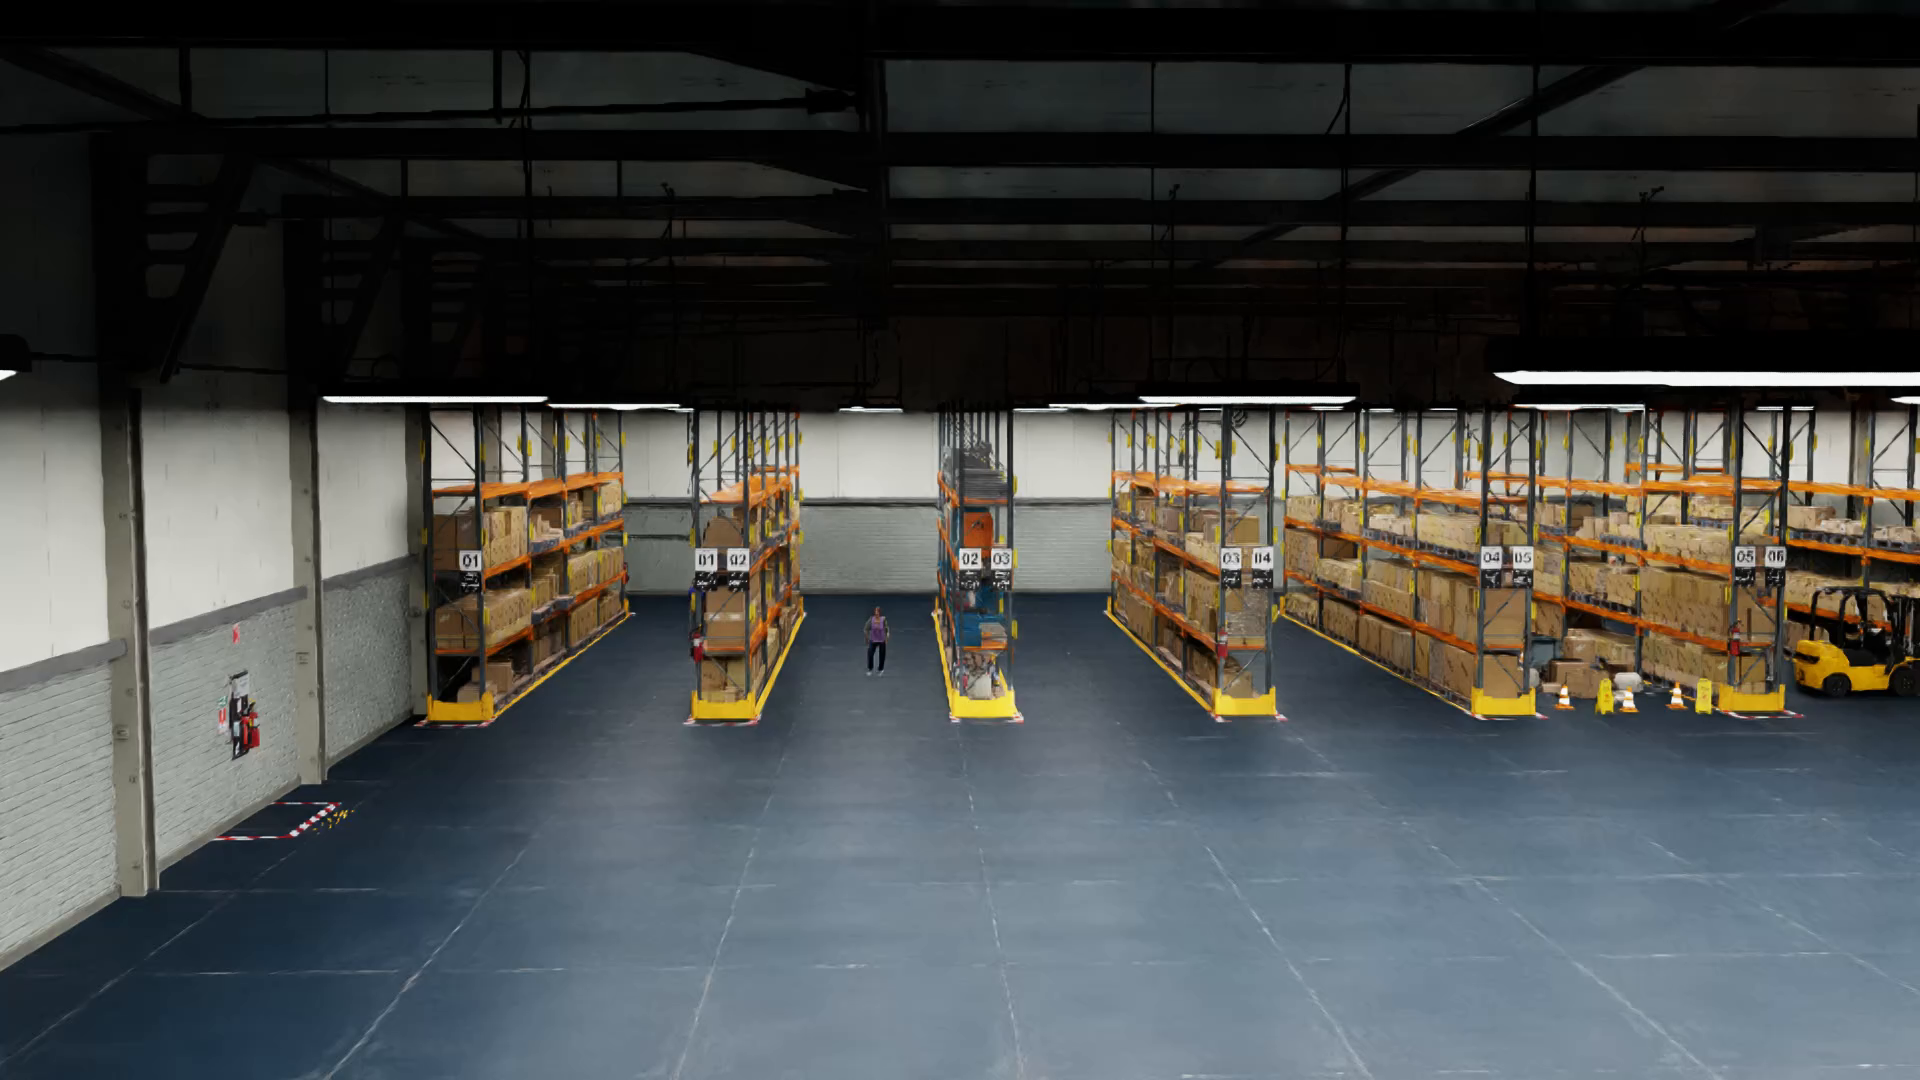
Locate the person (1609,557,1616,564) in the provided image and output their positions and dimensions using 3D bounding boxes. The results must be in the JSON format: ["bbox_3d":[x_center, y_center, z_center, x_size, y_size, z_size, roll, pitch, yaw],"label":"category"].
[{"bbox_3d":[18.187,1.318,46.465,0.521,1.724,0.715,0,4,-3],"label":"person"}]

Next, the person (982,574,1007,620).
[{"bbox_3d":[0.862,1.371,45.918,0.735,1.712,0.904,-1,5,-18],"label":"person"}]

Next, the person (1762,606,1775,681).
[{"bbox_3d":[17.293,2.207,35.657,0.450,1.599,0.467,2,5,28],"label":"person"}]

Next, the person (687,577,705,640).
[{"bbox_3d":[-6.675,1.727,42.142,0.445,1.560,1.090,0,4,-4],"label":"person"}]

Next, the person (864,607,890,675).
[{"bbox_3d":[-1.817,2.203,36.318,0.566,1.541,0.519,0,4,-5],"label":"person"}]
